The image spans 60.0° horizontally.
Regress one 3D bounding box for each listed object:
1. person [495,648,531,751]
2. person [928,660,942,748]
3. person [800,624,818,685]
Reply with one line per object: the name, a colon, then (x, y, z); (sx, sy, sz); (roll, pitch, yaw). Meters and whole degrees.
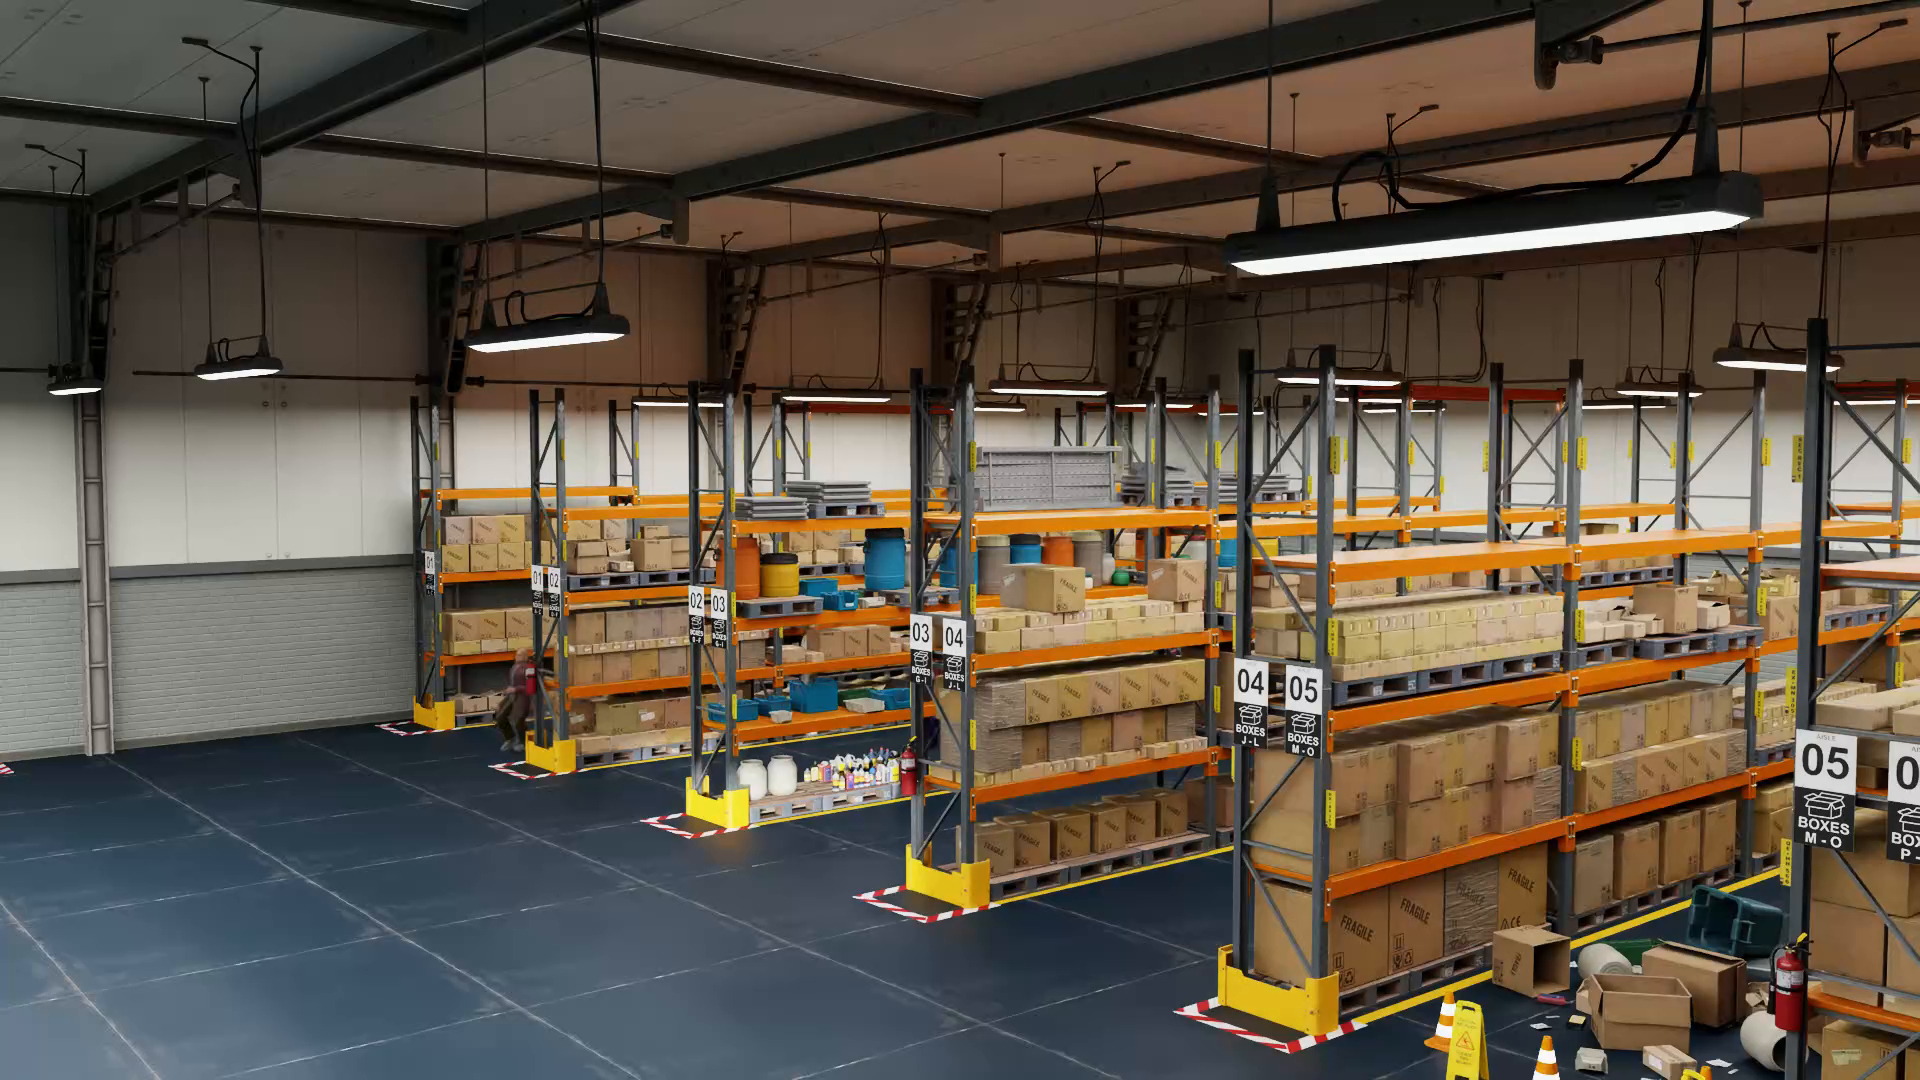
person: (-7.346, 2.663, 27.666); (0.690, 1.733, 0.691); (3, 4, 37)
person: (-0.391, 2.703, 28.149); (0.605, 1.593, 0.578); (3, 5, 44)
person: (-2.814, 2.418, 32.016); (0.662, 1.741, 0.698); (-3, 5, -44)
